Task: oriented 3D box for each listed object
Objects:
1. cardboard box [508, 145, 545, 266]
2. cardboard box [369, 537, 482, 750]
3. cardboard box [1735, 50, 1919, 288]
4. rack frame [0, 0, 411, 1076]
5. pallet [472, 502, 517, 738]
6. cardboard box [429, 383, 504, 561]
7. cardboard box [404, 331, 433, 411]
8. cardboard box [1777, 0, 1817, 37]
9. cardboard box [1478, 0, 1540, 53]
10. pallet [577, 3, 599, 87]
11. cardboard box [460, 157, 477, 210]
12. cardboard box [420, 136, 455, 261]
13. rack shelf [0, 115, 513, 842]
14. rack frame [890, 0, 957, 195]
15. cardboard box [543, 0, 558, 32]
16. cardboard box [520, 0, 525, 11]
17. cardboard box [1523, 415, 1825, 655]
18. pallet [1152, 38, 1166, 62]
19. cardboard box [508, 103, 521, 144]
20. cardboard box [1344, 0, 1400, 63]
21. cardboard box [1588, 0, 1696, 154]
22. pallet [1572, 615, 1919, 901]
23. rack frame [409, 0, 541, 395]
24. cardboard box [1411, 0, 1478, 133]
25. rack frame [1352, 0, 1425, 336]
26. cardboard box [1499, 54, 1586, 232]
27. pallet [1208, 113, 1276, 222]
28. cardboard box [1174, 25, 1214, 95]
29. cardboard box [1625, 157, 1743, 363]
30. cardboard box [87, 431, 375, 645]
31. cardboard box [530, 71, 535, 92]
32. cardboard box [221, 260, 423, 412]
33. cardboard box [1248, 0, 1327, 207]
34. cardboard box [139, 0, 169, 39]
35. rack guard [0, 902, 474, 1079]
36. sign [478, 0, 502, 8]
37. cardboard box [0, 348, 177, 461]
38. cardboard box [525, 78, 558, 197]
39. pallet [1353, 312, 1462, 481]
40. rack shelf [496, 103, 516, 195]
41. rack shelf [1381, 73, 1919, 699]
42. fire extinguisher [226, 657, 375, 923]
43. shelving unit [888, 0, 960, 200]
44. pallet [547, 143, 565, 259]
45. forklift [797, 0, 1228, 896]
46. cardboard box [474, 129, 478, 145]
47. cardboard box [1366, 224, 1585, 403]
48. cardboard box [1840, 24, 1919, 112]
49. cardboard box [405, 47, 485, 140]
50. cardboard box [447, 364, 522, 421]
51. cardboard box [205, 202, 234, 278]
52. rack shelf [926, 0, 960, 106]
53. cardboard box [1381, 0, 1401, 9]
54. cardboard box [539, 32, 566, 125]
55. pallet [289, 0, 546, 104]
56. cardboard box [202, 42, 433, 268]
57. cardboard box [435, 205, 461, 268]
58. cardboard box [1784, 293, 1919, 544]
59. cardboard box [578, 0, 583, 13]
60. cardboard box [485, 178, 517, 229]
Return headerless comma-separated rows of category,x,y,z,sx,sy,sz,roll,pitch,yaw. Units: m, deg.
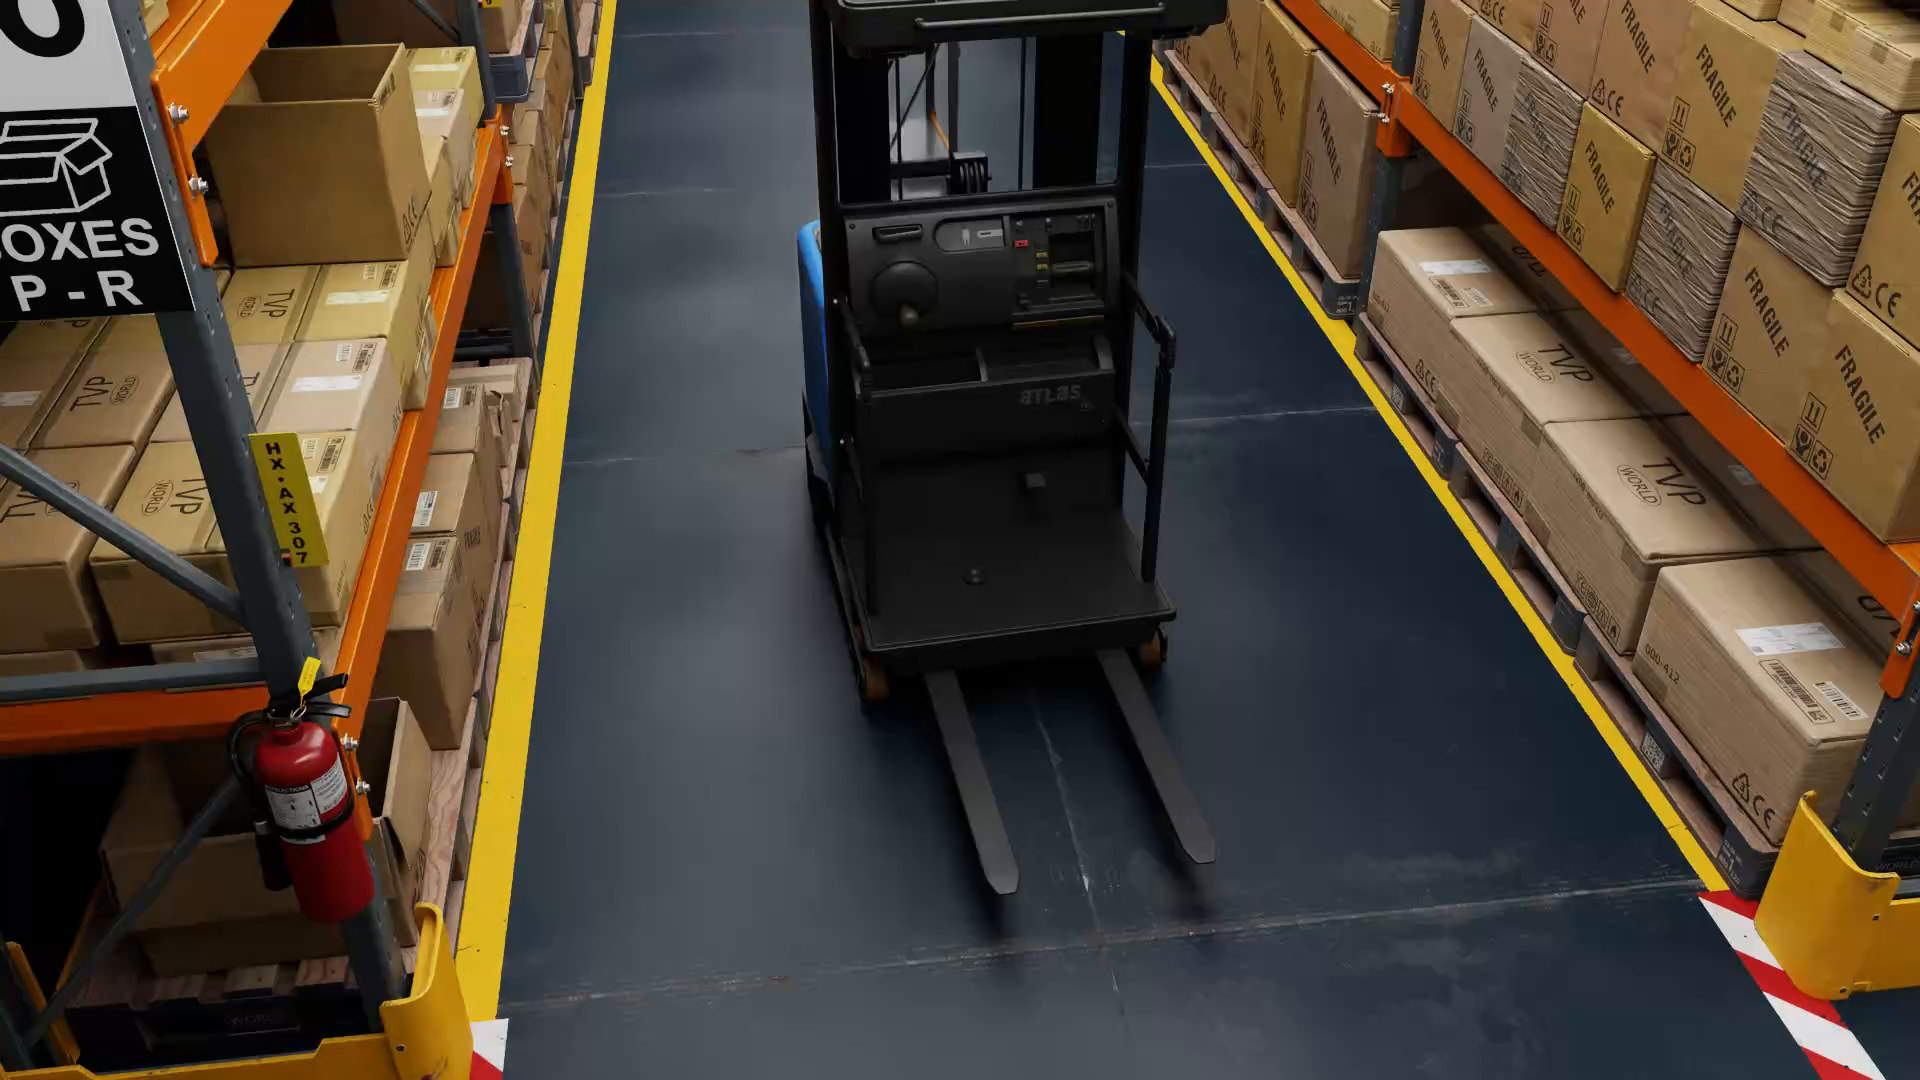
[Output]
cardboard box,-2.385,-1.637,8.335,0.500,0.500,0.500,-5,35,-7
cardboard box,-1.989,0.350,5.419,0.700,0.500,0.500,-3,34,-4
cardboard box,2.594,-1.054,4.656,0.500,0.500,0.500,-4,35,-6
rack frame,-1.921,0.319,3.618,0.949,2.616,0.053,-4,35,-6
pallet,-2.203,0.305,6.115,1.003,0.211,1.213,-4,35,-6
cardboard box,-2.128,-0.229,6.269,0.700,0.500,0.500,-6,35,-8
cardboard box,-1.820,-0.504,5.049,0.380,0.149,0.250,-5,35,-8
cardboard box,2.613,-1.539,4.792,0.380,0.149,0.250,-5,35,-7
cardboard box,2.342,-2.179,6.307,0.500,0.500,0.500,-5,35,-7
pallet,-3.072,-3.455,11.633,1.003,0.211,1.213,-4,35,-6
cardboard box,-2.053,-1.364,6.310,0.380,0.149,0.250,-4,34,-5
cardboard box,-2.016,-1.150,5.644,0.500,0.250,0.500,-5,35,-7
rack shelf,-2.193,-0.500,5.458,1.077,0.370,4.000,-4,35,-6
rack frame,-0.208,-1.369,6.894,0.400,2.100,0.015,-7,35,-10
cardboard box,-2.615,-3.147,9.976,0.380,0.149,0.250,-6,35,-9
cardboard box,-2.375,-2.704,7.592,0.700,0.500,0.500,-4,34,-6
cardboard box,2.675,-0.044,6.054,0.875,0.438,0.875,-3,34,-5
pallet,1.815,-3.807,12.149,1.003,0.211,1.213,-4,35,-6
cardboard box,-2.453,-2.127,8.479,0.380,0.149,0.250,-4,35,-6
cardboard box,2.146,-2.460,7.830,0.500,0.250,0.500,-5,35,-8
cardboard box,2.465,-1.611,5.473,0.500,0.500,0.500,-5,35,-7
pallet,2.809,0.653,5.604,1.003,0.211,1.213,-4,35,-6
rack frame,-2.462,-1.913,6.894,1.000,3.000,0.127,-4,35,-6
cardboard box,2.260,-2.051,7.007,0.500,0.500,0.500,-3,34,-5
rack frame,2.456,-2.291,7.448,1.000,3.000,0.127,-4,35,-6
cardboard box,2.384,-1.491,6.186,0.500,0.500,0.500,-4,34,-6
pallet,2.110,-2.246,9.858,1.003,0.211,1.213,-4,35,-6
cardboard box,1.929,-3.427,10.629,0.875,0.875,0.875,-5,35,-7
cardboard box,2.536,-0.917,5.343,0.500,0.500,0.500,-3,34,-5
cardboard box,-1.718,-0.015,3.978,0.500,0.250,0.500,-4,34,-6
cardboard box,-2.532,-2.555,9.107,0.380,0.149,0.250,-6,35,-9
cardboard box,-1.857,-0.579,4.806,0.500,0.250,0.500,-5,35,-7
cardboard box,2.164,-2.430,9.166,0.875,0.875,0.875,-3,34,-5
cardboard box,-1.736,-1.012,3.131,0.380,0.149,0.250,-4,34,-5
rack guard,-1.934,1.310,4.384,1.175,0.500,0.348,-4,35,-6
sign,-1.925,-2.316,6.716,0.100,0.325,0.005,-4,35,-6
cardboard box,-2.317,-0.266,4.346,0.500,0.250,0.500,-4,35,-6
cardboard box,-2.512,-2.206,9.170,0.500,0.500,0.500,-6,35,-8
pallet,2.481,-0.708,7.602,1.003,0.211,1.213,-4,35,-6
rack shelf,-2.731,-2.732,8.734,1.077,0.370,4.000,-4,35,-6
rack shelf,2.725,-0.878,6.013,1.077,0.370,4.000,-4,35,-6
fire extinguisher,-1.446,0.552,3.676,0.296,0.674,0.183,-4,35,-6
shelving unit,-0.258,-1.503,7.092,0.431,2.100,0.503,-7,35,-10
pallet,-2.776,-1.894,9.342,1.003,0.211,1.213,-4,35,-6
forklift,0.127,-0.867,5.419,1.130,2.935,3.031,-7,35,-10
cardboard box,-2.169,-1.650,6.731,0.380,0.149,0.250,-4,34,-6
cardboard box,2.434,-1.047,7.525,0.875,0.438,0.875,-5,35,-7
cardboard box,2.571,-1.244,4.359,0.380,0.149,0.250,-5,35,-7
cardboard box,-2.152,-1.708,6.462,0.500,0.250,0.500,-4,34,-5
cardboard box,-2.096,-0.620,7.155,0.380,0.149,0.250,-5,35,-8
cardboard box,-2.449,-0.835,5.180,0.500,0.250,0.500,-4,35,-6
rack shelf,-0.258,-2.071,6.705,0.431,0.518,0.480,-7,35,-10
cardboard box,2.156,-2.663,7.684,0.500,0.250,0.500,-4,35,-6
cardboard box,-2.673,-2.786,10.021,0.500,0.500,0.500,-5,35,-7
pallet,-2.461,-2.288,7.614,1.003,0.211,1.213,-4,35,-6
cardboard box,-1.920,-1.162,4.995,0.500,0.500,0.500,-4,34,-5
cardboard box,-1.983,-1.075,5.886,0.380,0.149,0.250,-5,35,-7
cardboard box,2.667,-0.349,4.510,0.500,0.500,0.500,-4,34,-6
cardboard box,-3.166,-4.051,11.766,0.875,0.625,0.625,-3,34,-5
cardboard box,-2.246,-1.542,7.620,0.380,0.149,0.250,-3,34,-4
